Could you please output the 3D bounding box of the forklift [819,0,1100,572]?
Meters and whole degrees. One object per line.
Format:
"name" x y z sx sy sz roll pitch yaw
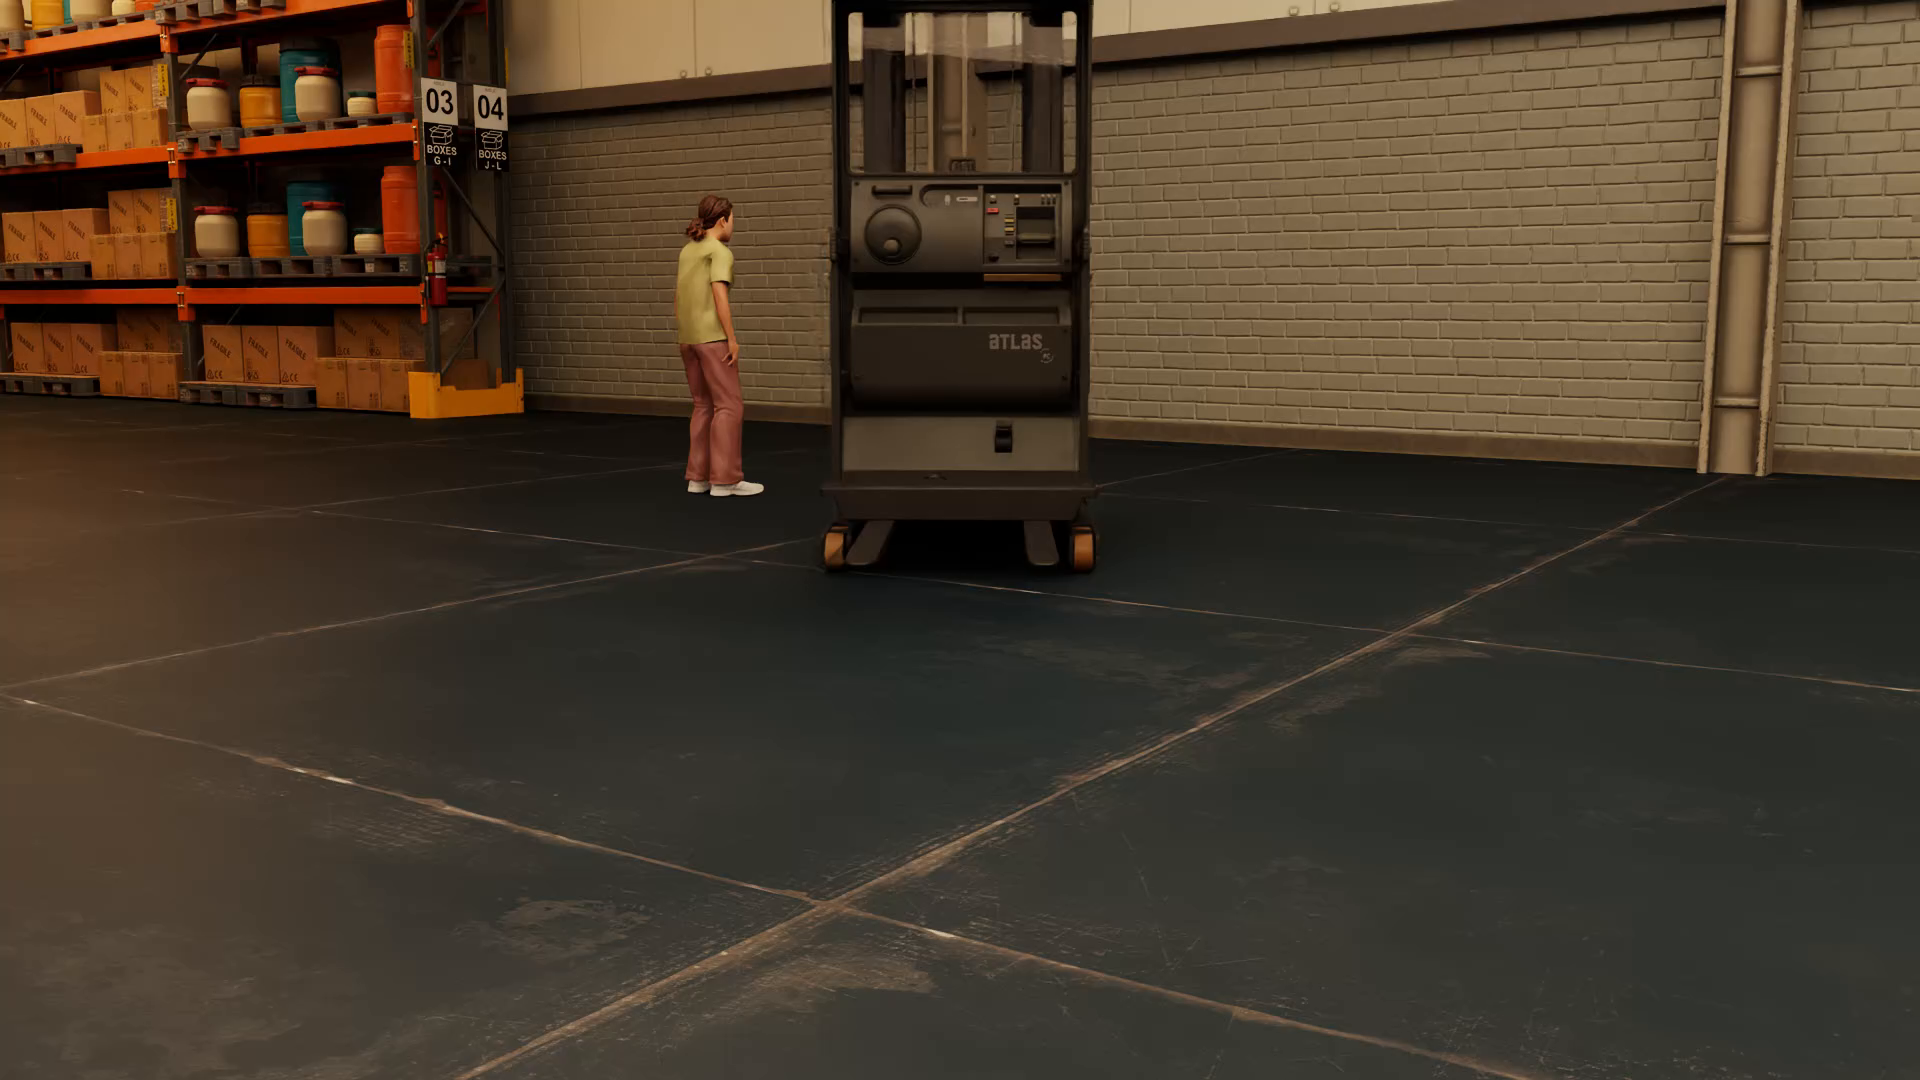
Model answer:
"forklift" 0.003 -1.364 6.784 1.130 2.935 3.031 0 8 1

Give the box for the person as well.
"person" -1.392 -1.092 9.351 0.360 1.671 0.508 -7 11 -40
